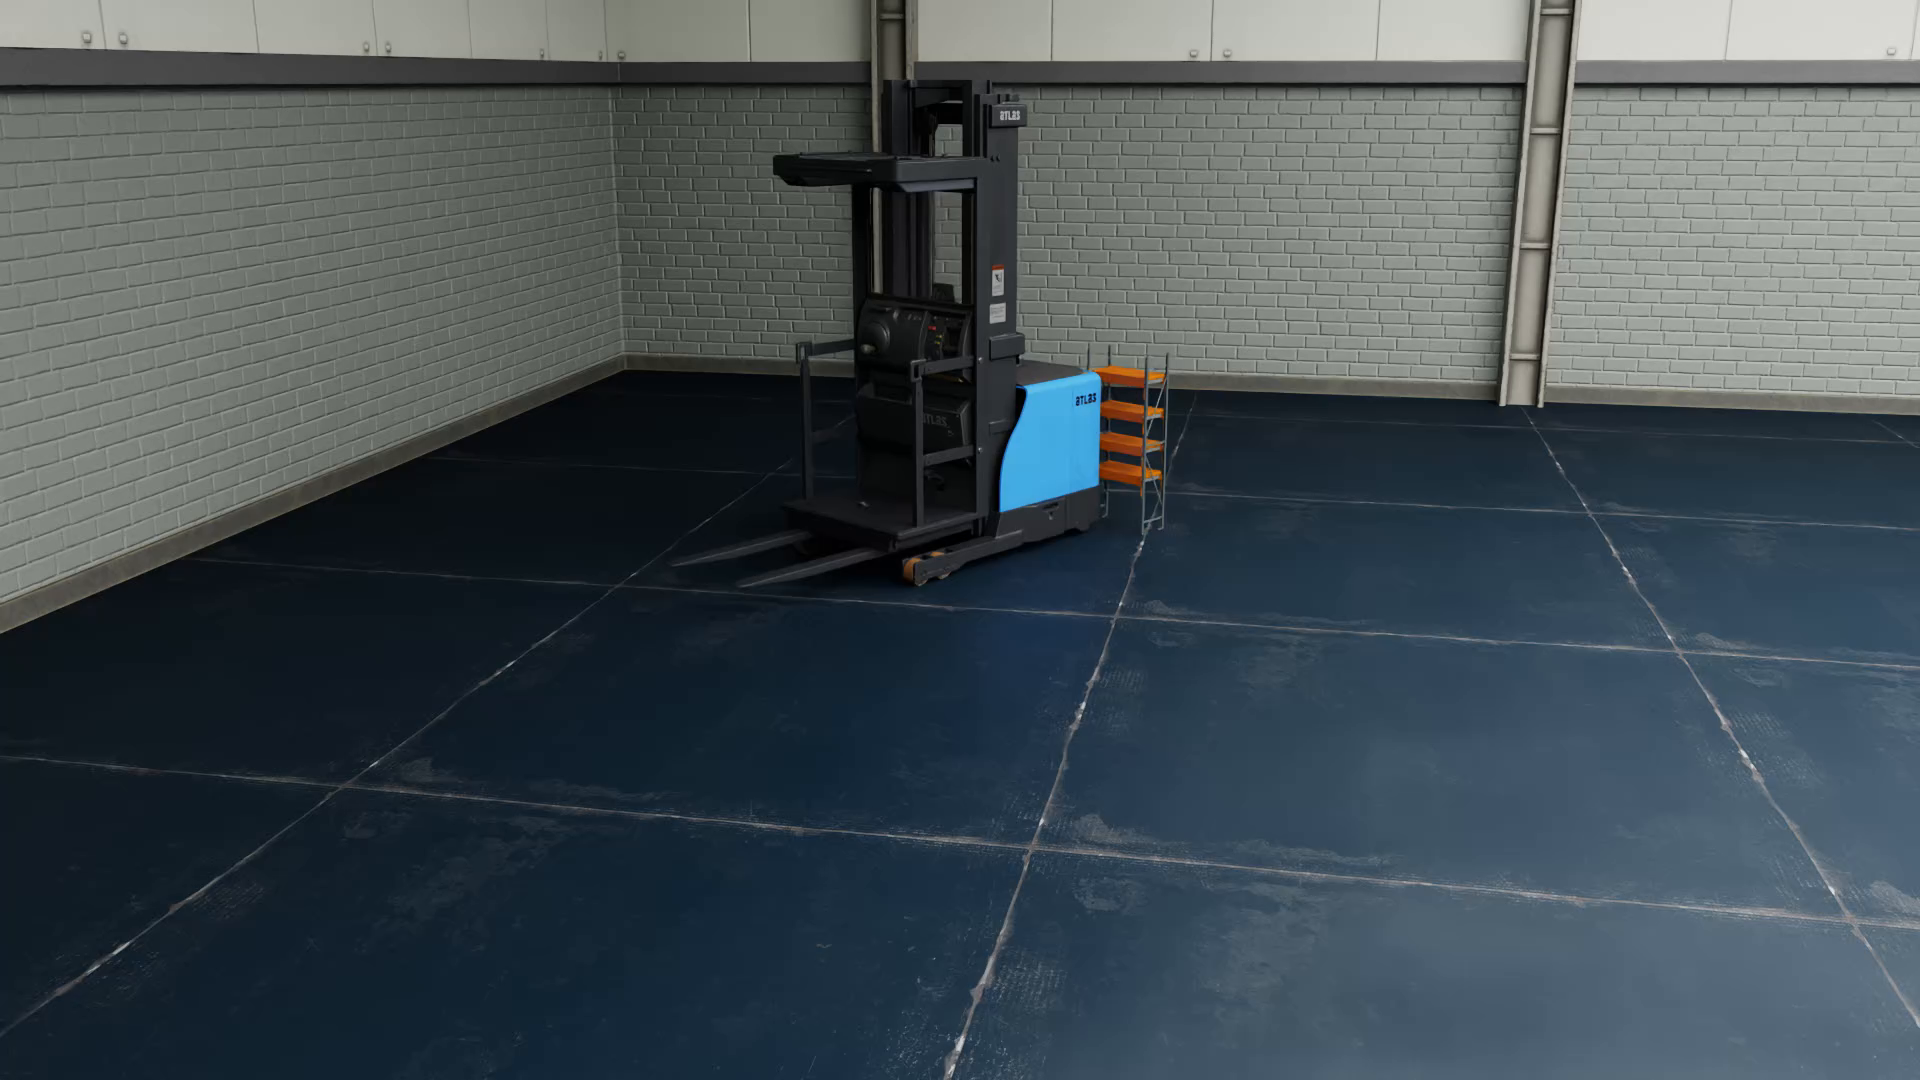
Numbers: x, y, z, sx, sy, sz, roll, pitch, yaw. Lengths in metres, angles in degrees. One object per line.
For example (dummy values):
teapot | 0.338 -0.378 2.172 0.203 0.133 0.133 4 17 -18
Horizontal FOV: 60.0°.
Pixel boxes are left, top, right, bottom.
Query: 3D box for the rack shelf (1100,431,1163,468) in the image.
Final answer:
rack shelf | 14.218 -0.445 8.088 23.546 1.513 14.109 15 21 42

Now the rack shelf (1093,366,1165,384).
rack shelf | 1.118 -1.096 11.081 0.457 0.050 0.221 15 21 42

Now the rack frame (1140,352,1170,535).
rack frame | 1.292 -0.634 11.032 0.015 1.200 0.240 15 21 42

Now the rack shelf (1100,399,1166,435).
rack shelf | 1.117 -0.830 11.154 0.480 0.148 0.258 15 21 42

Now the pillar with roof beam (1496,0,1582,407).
pillar with roof beam | 4.397 -4.493 10.357 0.400 9.000 9.100 3 16 11

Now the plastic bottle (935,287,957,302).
plastic bottle | 18.367 0.588 4.810 38.756 1.202 4.647 3 16 11

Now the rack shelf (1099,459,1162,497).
rack shelf | 1.117 -0.423 11.266 0.480 0.148 0.258 15 21 42

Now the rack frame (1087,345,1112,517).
rack frame | 0.942 -0.725 11.359 0.015 1.200 0.240 15 21 42

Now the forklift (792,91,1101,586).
forklift | -0.054 -1.367 10.554 1.129 2.867 1.939 14 21 41

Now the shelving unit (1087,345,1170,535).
shelving unit | 14.213 -0.225 8.153 23.557 1.972 14.109 15 21 42
